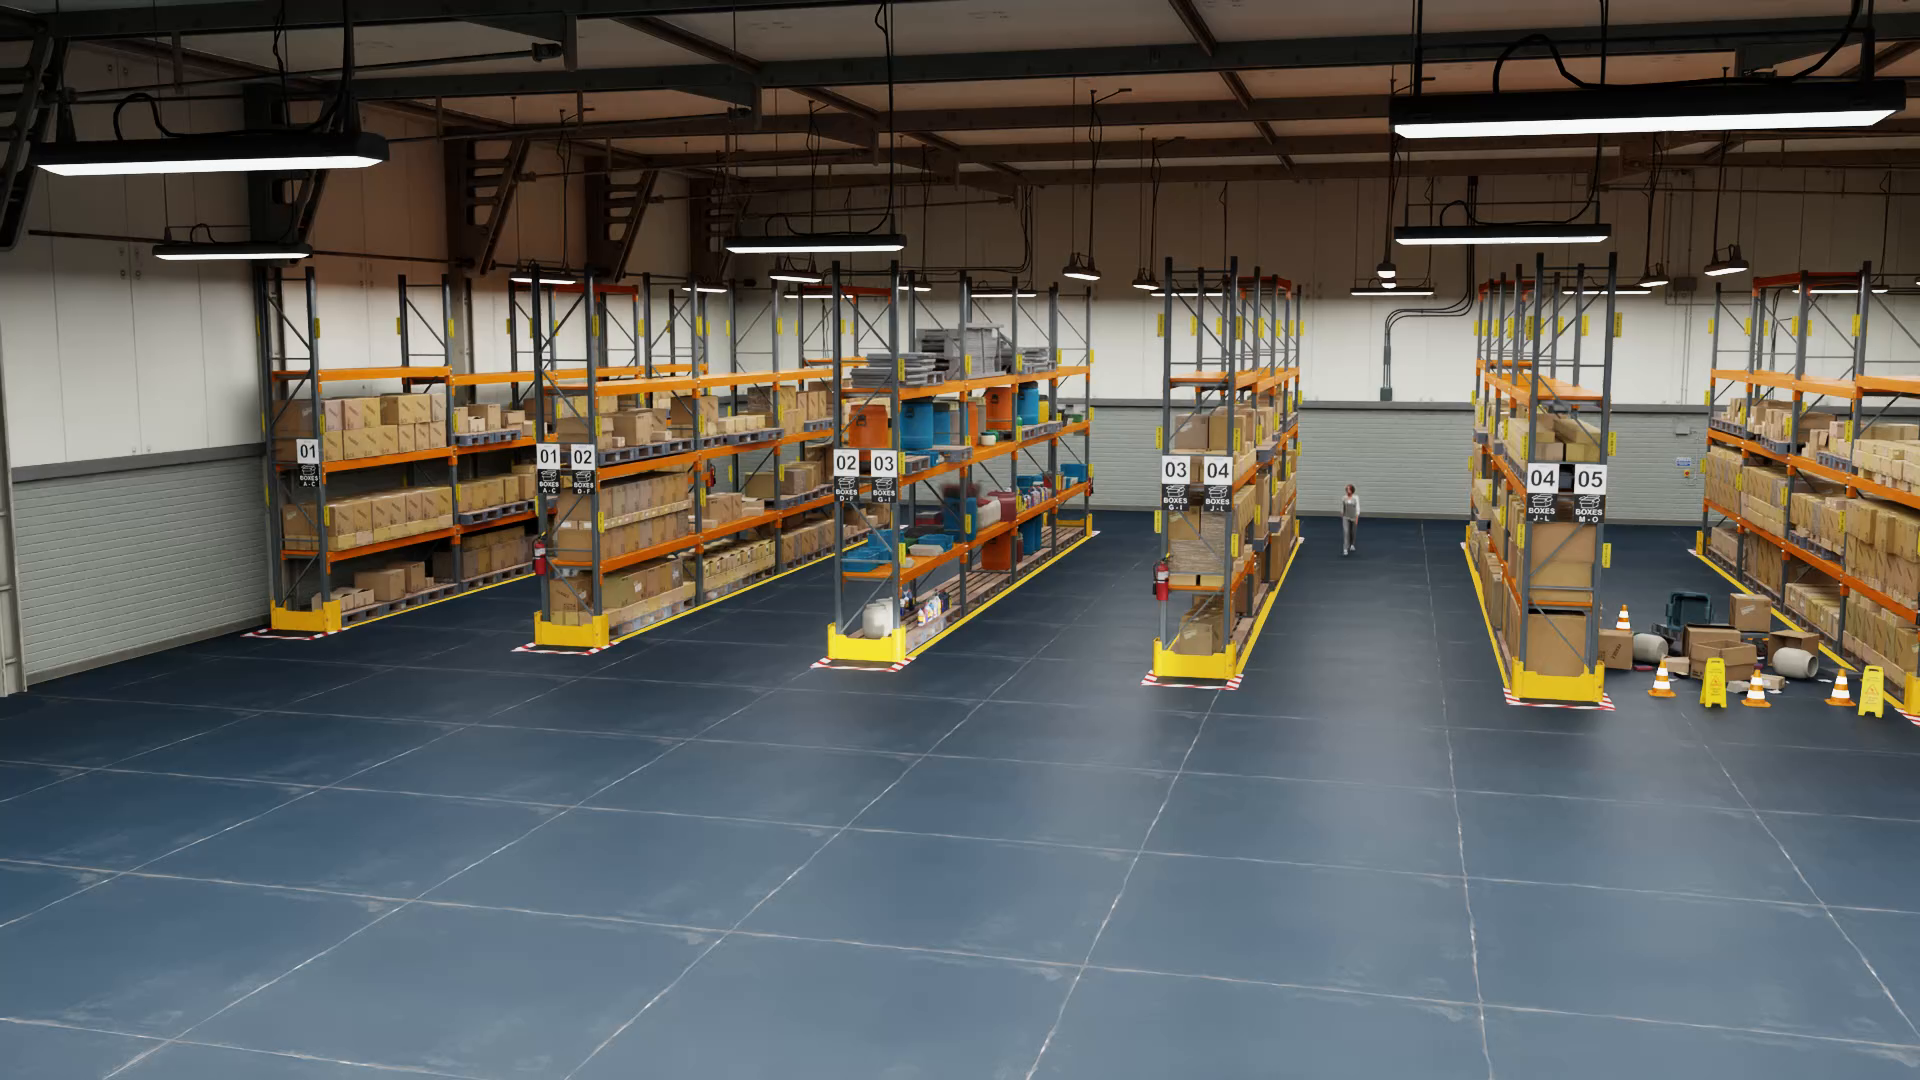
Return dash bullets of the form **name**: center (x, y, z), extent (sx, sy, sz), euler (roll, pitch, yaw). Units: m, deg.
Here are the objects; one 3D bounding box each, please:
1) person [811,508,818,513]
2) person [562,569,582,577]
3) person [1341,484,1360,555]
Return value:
- **person**: center (-4.009, -1.445, 44.486), extent (0.647, 1.626, 0.720), euler (3, 8, 25)
- **person**: center (-7.627, 0.033, 32.674), extent (0.513, 1.646, 0.533), euler (4, 8, 29)
- **person**: center (8.681, -0.421, 36.988), extent (0.408, 1.434, 0.972), euler (2, 7, 14)
